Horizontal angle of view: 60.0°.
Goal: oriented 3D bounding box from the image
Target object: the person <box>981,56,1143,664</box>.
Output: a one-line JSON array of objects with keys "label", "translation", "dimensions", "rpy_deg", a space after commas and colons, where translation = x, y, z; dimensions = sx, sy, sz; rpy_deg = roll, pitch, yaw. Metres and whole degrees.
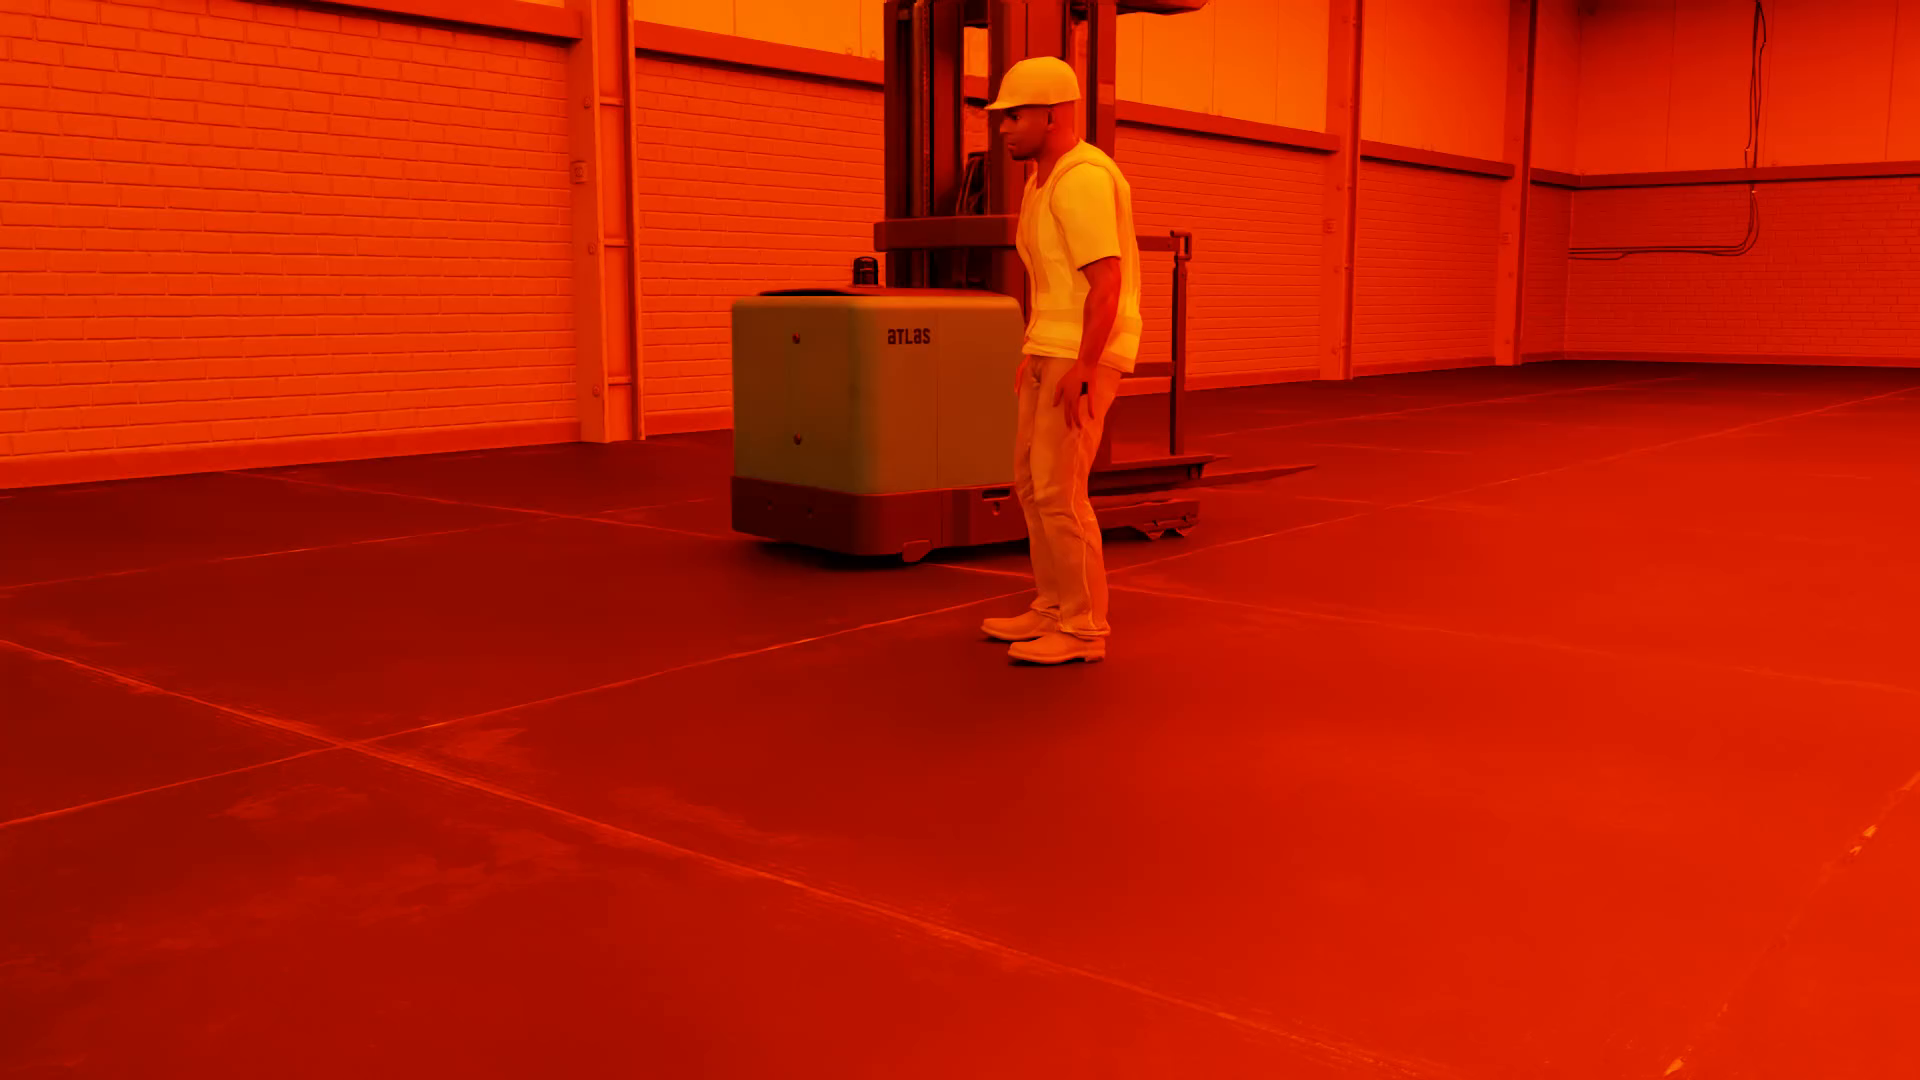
[{"label": "person", "translation": [0.290, -0.527, 4.944], "dimensions": [0.463, 1.759, 0.627], "rpy_deg": [-2, 8, -10]}]

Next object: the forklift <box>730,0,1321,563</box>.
[{"label": "forklift", "translation": [0.463, -1.509, 7.595], "dimensions": [3.031, 2.935, 1.130], "rpy_deg": [-7, 11, -39]}]
